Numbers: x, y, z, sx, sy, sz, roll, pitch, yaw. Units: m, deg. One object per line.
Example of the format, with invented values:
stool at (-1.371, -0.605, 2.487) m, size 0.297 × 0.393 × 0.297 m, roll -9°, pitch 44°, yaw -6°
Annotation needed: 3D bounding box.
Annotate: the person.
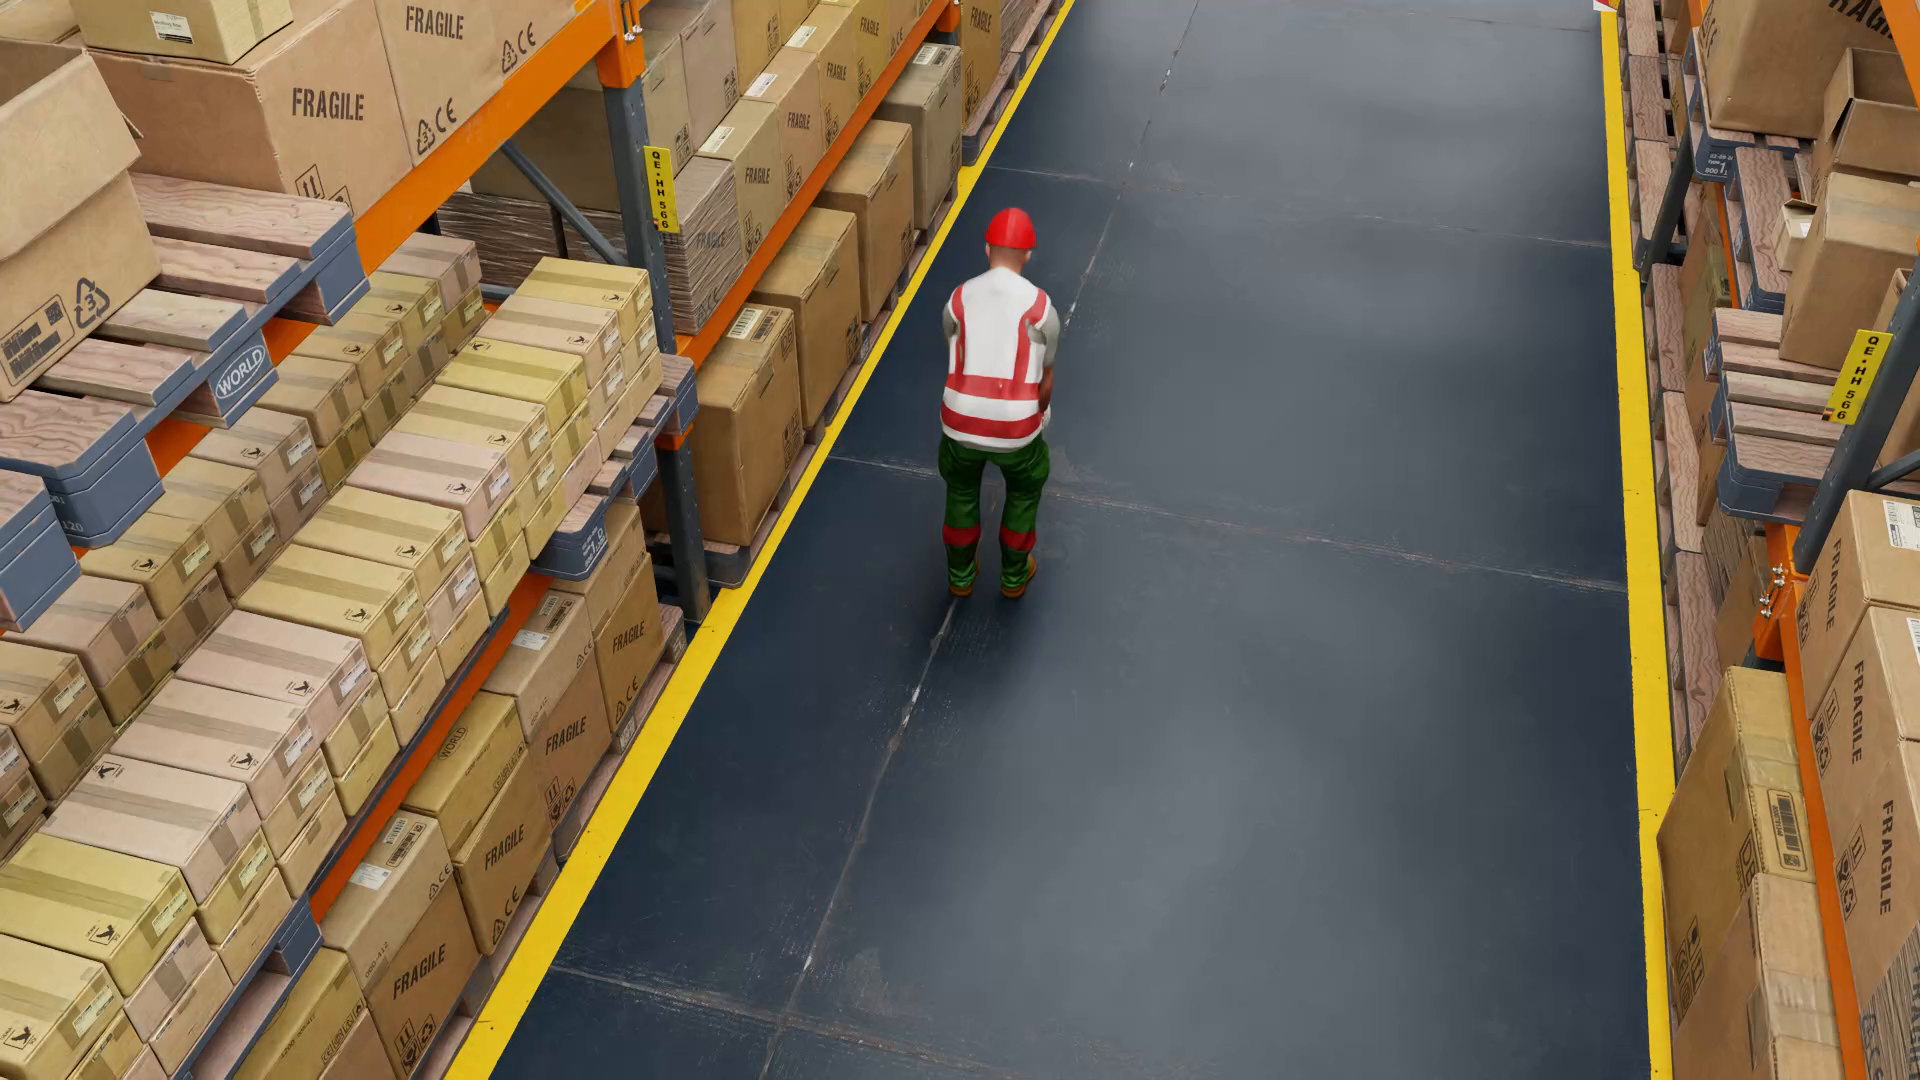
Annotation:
person at (0.119, -0.481, 6.706) m, size 0.584 × 1.779 × 0.444 m, roll 8°, pitch 41°, yaw 9°
